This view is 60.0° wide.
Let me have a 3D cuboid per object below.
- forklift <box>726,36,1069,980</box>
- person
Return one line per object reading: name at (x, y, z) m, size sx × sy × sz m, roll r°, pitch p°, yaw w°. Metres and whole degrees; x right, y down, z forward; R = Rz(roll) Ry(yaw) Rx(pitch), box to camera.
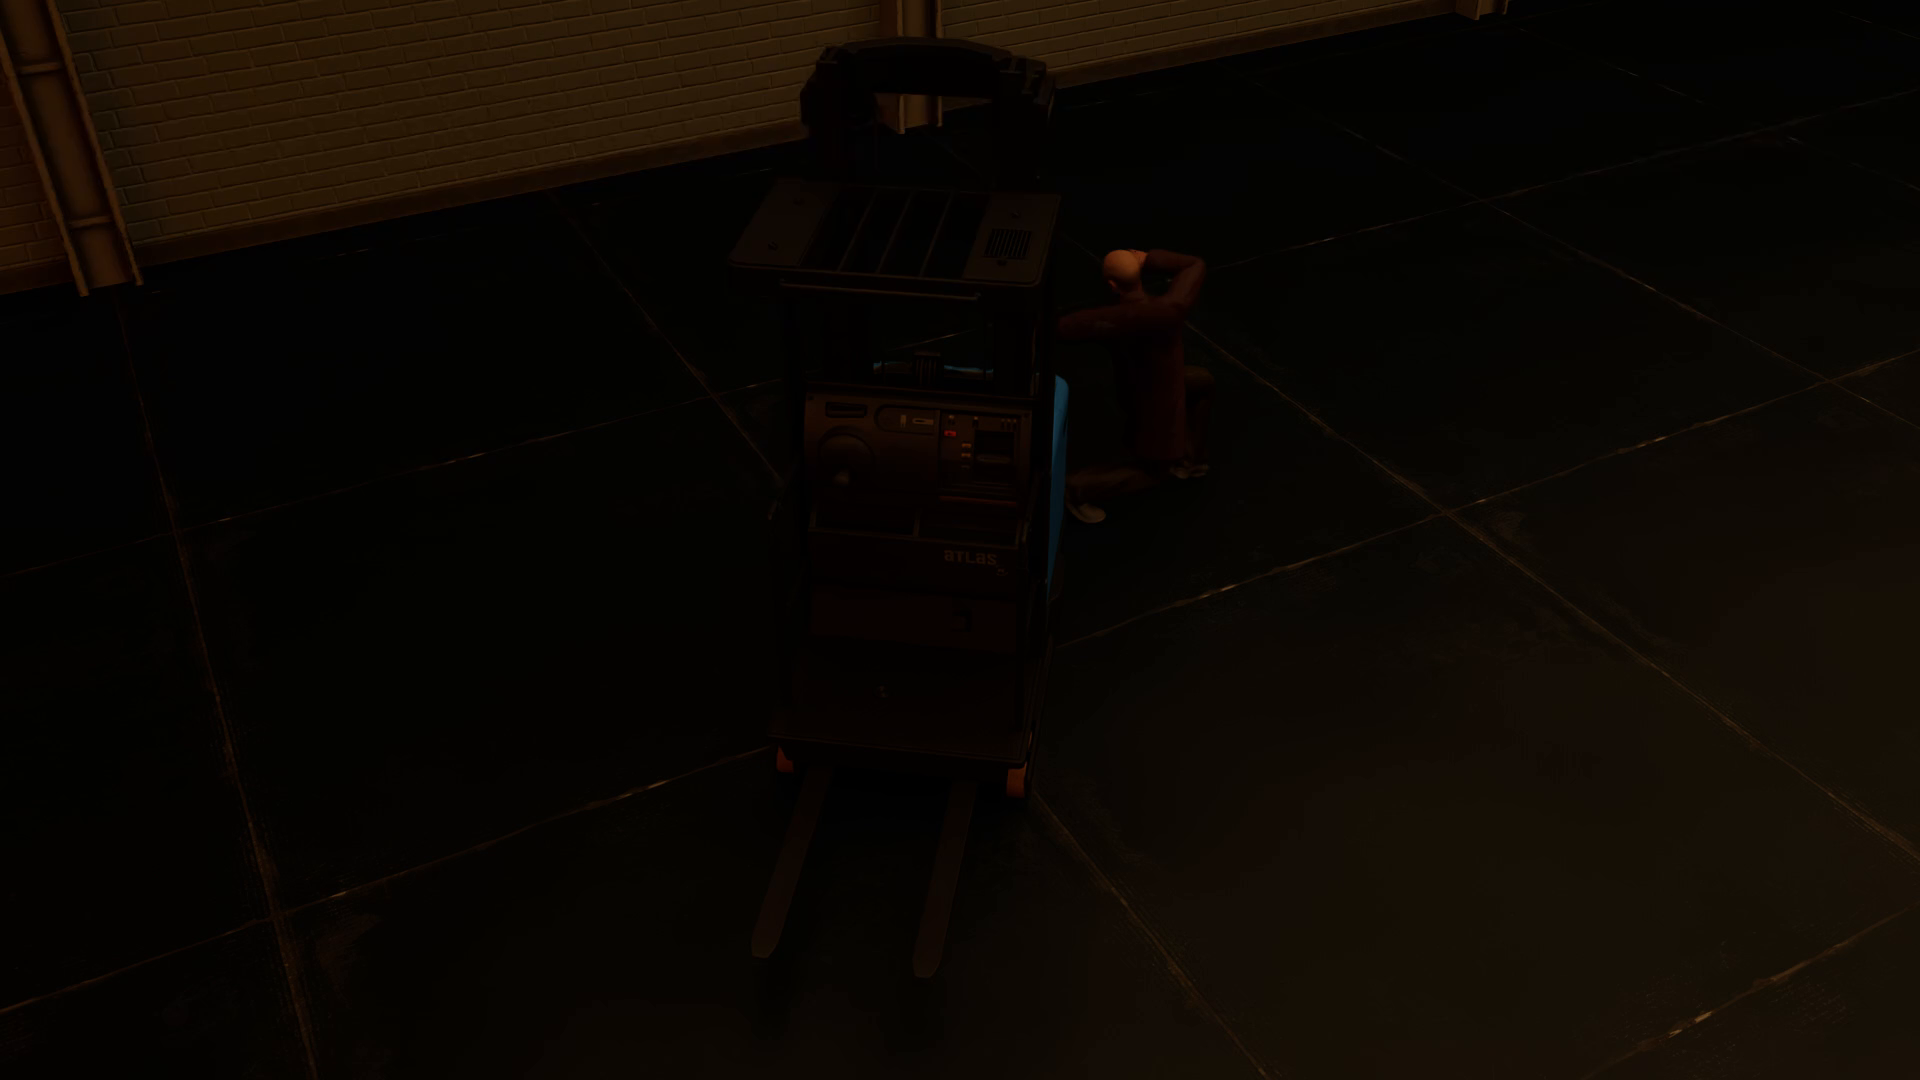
forklift at (-0.204, -0.317, 6.572) m, size 1.130 × 2.935 × 3.031 m, roll 5°, pitch 36°, yaw 7°
person at (0.833, -0.903, 8.673) m, size 1.053 × 1.475 × 0.958 m, roll -24°, pitch 42°, yaw -30°
